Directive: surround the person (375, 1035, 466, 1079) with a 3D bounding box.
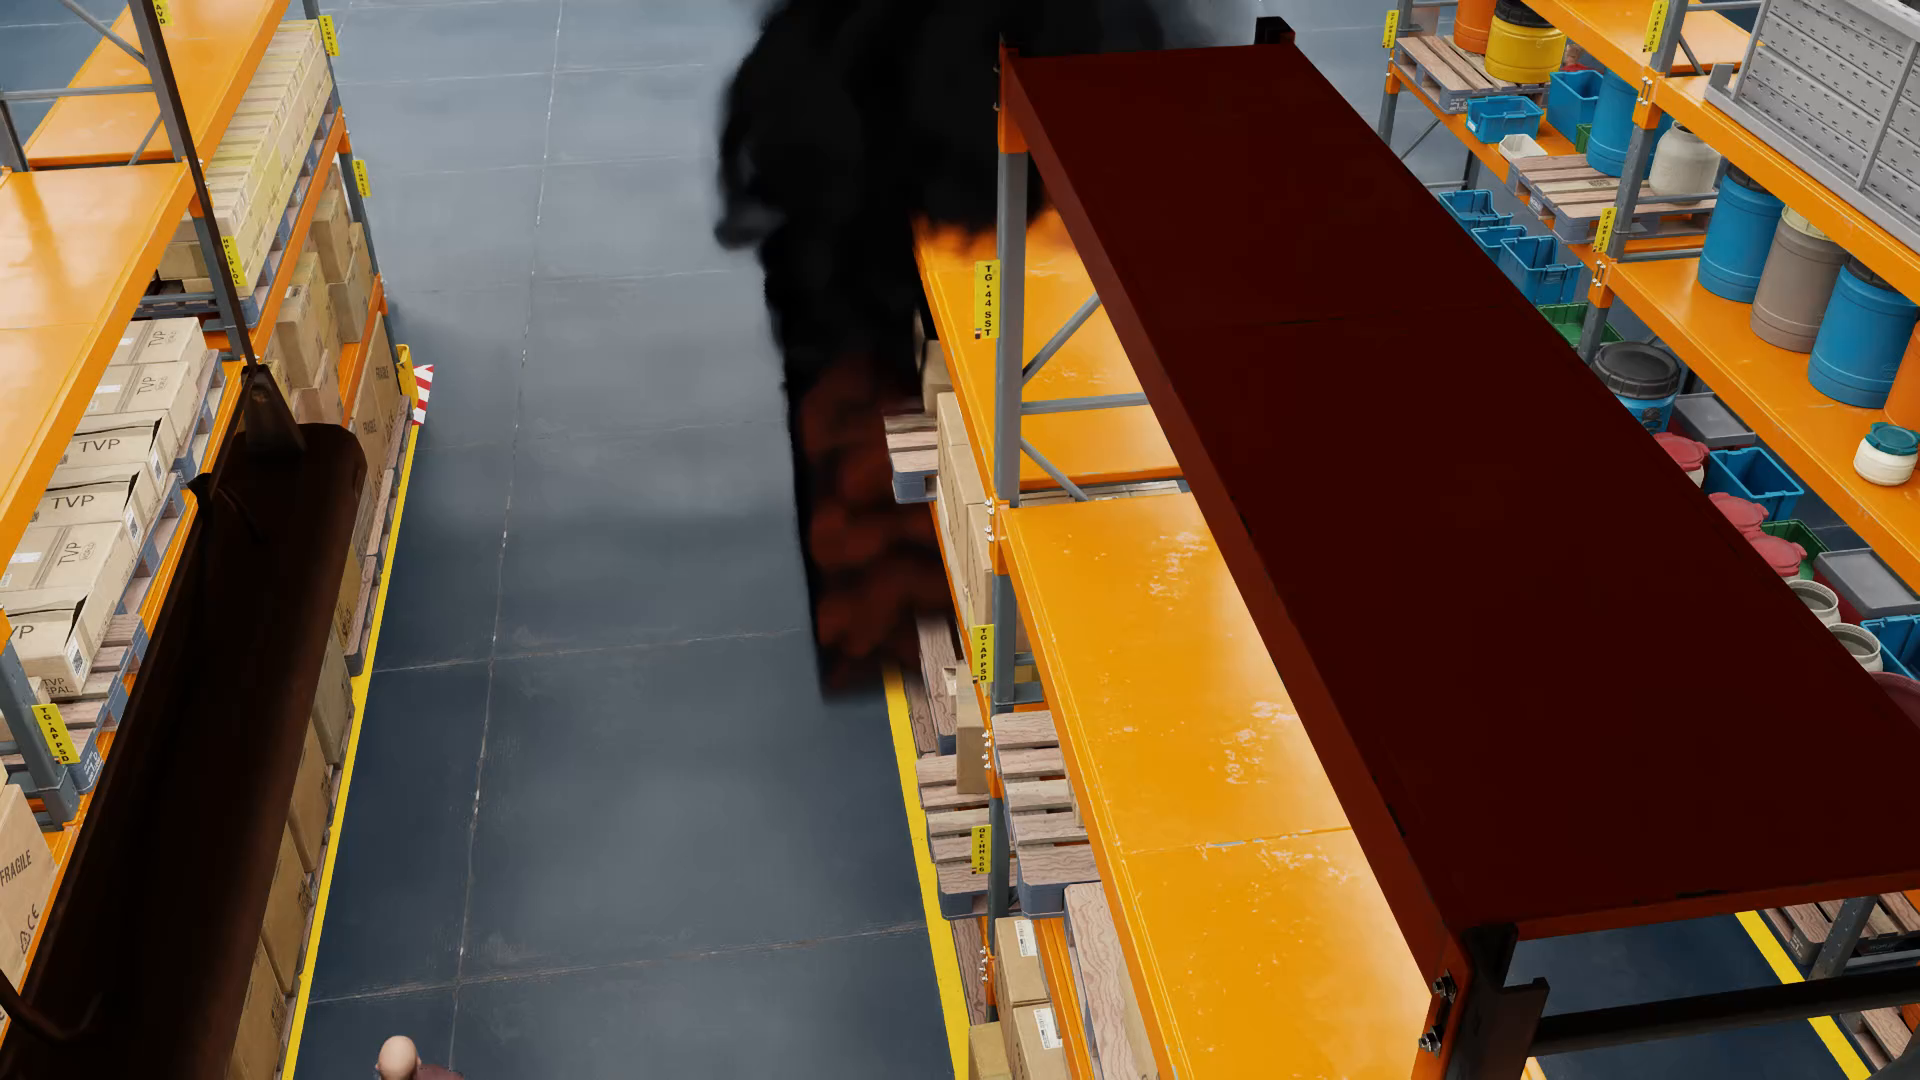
[{"bbox_3d":[-2.536,2.954,7.981,0.710,1.733,0.637,-8,37,-10],"label":"person"}]

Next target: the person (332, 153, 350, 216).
[{"bbox_3d":[-6.210,-3.216,16.348,0.819,1.781,0.683,22,41,27],"label":"person"}]

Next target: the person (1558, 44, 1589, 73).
[{"bbox_3d":[6.609,-4.512,18.142,0.834,1.773,0.655,13,38,17],"label":"person"}]
